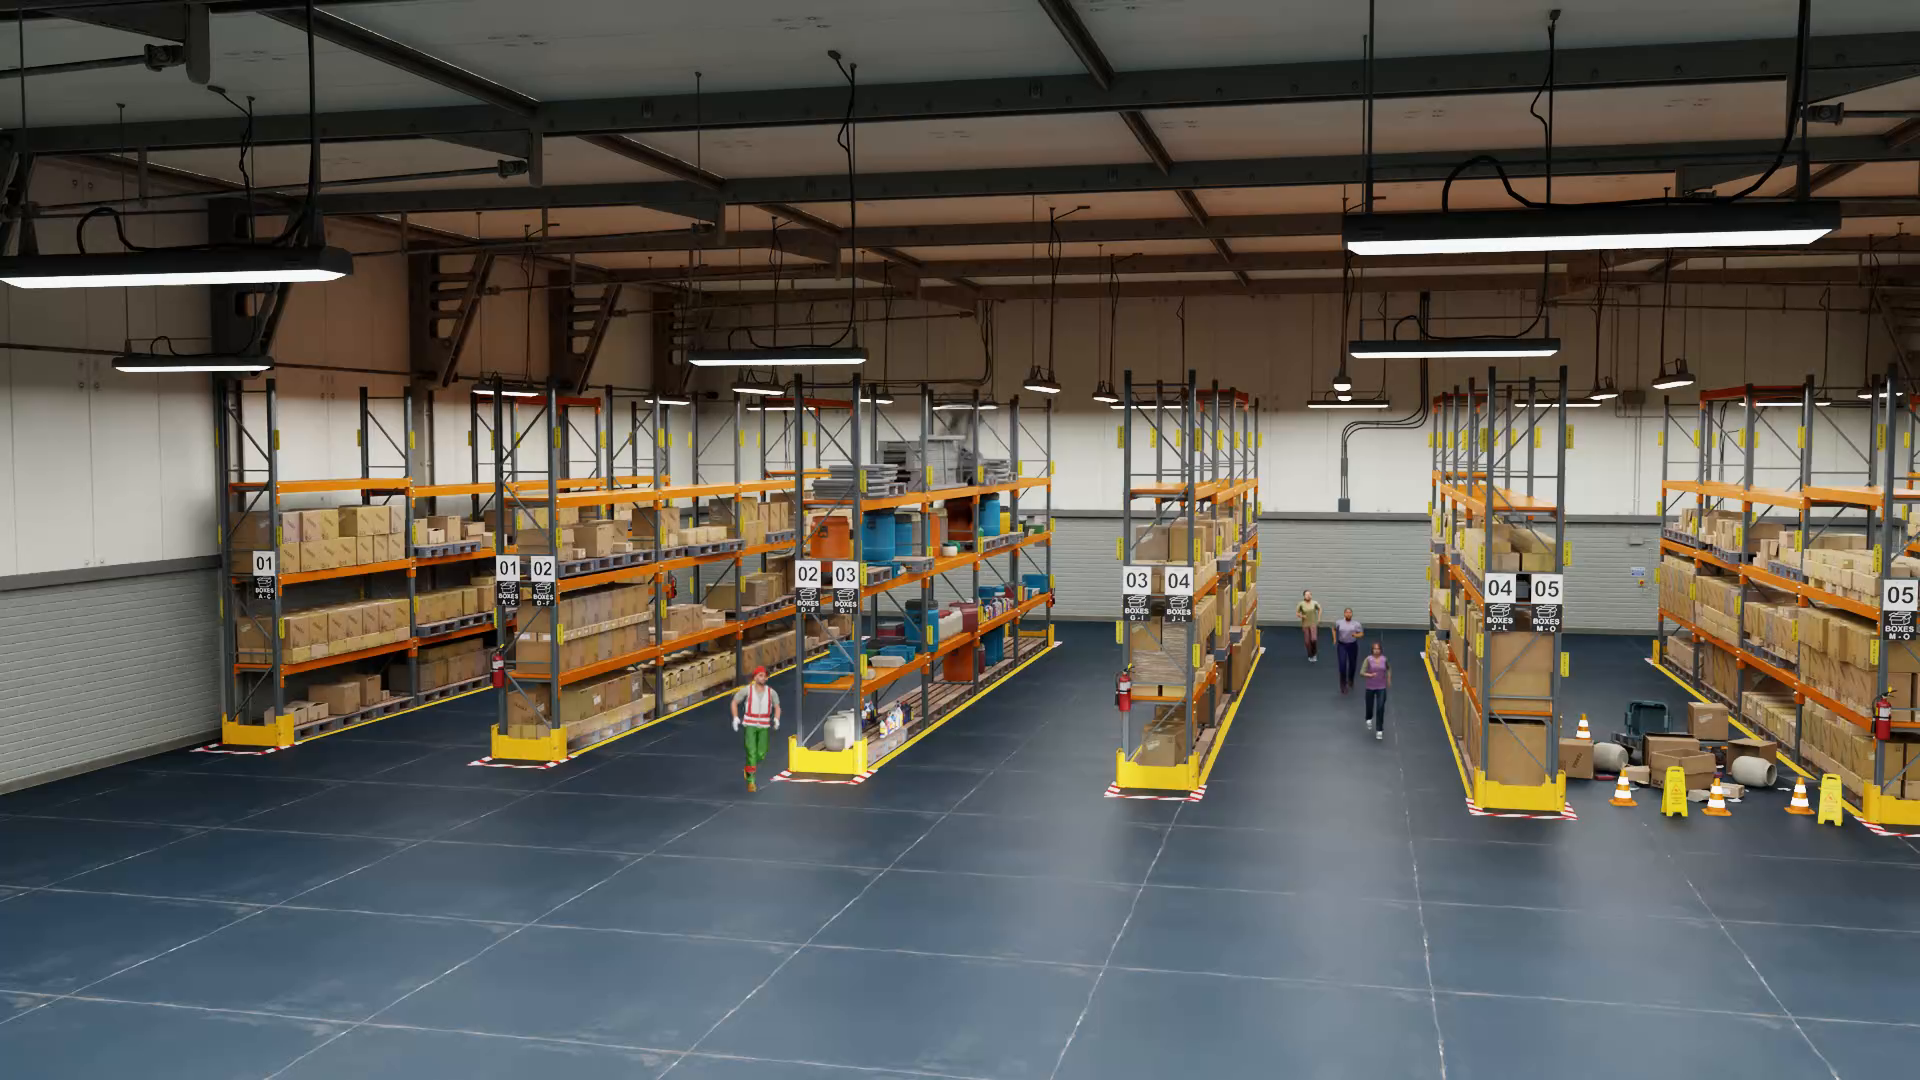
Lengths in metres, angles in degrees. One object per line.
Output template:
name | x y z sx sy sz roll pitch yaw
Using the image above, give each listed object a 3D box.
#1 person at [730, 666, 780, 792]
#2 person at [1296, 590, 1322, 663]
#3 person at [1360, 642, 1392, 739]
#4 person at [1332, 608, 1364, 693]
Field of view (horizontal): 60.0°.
person | -2.930 2.704 23.980 0.720 1.747 0.660 -1 4 -19
person | 7.831 1.936 37.355 0.576 1.648 0.625 1 4 12
person | 7.019 2.514 28.050 0.543 1.570 0.882 0 3 8
person | 7.734 2.171 33.172 0.601 1.648 0.934 1 3 9
